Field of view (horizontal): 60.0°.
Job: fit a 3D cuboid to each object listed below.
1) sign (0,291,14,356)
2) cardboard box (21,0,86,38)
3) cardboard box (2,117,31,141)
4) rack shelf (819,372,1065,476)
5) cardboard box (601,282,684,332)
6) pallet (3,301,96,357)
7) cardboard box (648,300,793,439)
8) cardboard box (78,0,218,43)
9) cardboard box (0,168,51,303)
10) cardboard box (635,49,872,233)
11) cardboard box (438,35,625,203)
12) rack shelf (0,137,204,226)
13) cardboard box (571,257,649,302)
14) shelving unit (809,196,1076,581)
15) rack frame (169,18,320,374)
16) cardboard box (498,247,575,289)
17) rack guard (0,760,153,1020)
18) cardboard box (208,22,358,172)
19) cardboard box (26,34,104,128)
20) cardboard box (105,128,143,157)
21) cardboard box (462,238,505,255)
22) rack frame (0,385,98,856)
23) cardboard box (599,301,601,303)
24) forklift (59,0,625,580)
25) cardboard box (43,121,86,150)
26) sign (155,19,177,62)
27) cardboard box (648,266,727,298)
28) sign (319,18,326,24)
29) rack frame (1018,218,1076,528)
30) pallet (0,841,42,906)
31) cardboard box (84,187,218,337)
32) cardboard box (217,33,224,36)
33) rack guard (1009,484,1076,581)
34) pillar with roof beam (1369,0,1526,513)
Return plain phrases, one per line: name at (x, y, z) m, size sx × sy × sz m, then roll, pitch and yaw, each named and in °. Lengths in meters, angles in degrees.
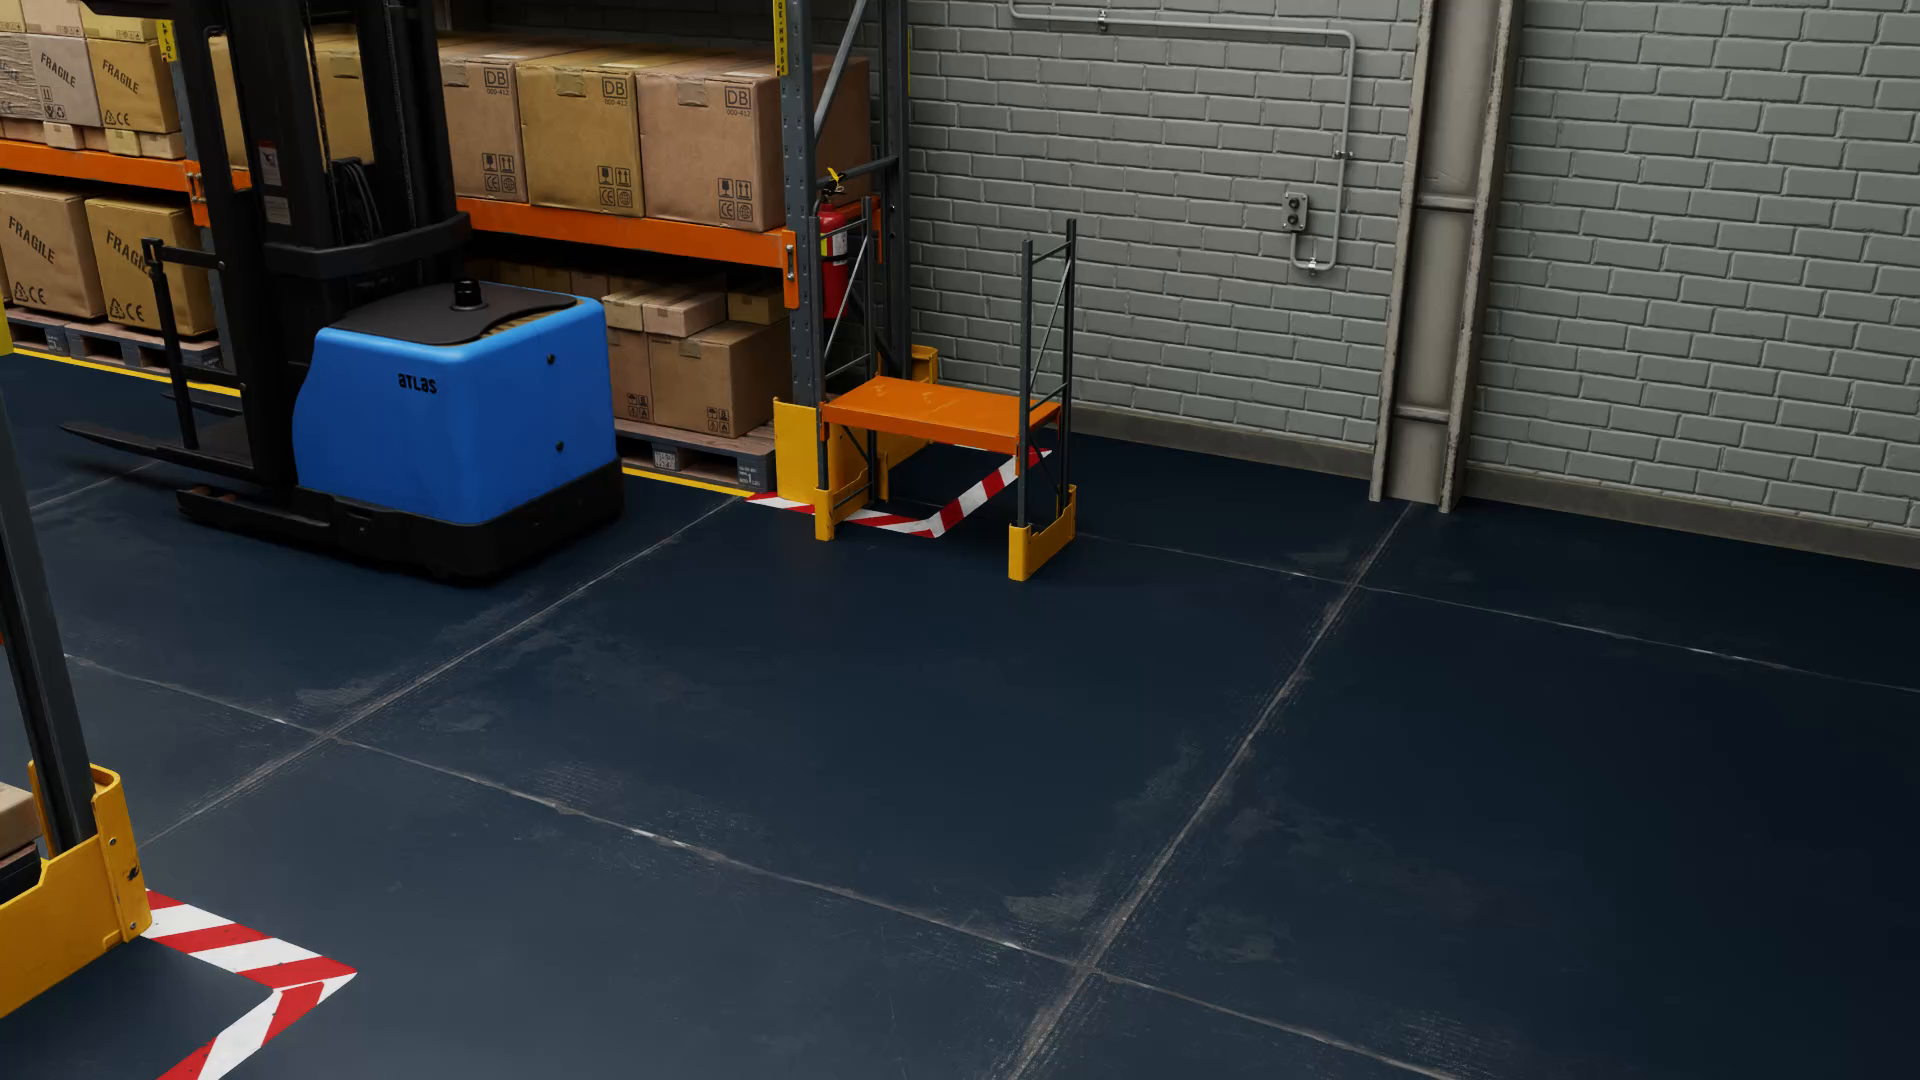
sign at (-2.522, -0.629, 4.289) m, size 0.005 × 0.325 × 0.100 m, roll 11°, pitch 25°, yaw 25°
cardboard box at (-5.089, -3.102, 9.719) m, size 0.500 × 0.250 × 0.500 m, roll 12°, pitch 26°, yaw 26°
cardboard box at (-5.648, -2.572, 10.260) m, size 0.250 × 0.149 × 0.380 m, roll 10°, pitch 25°, yaw 23°
rack shelf at (-0.076, -0.540, 7.562) m, size 1.000 × 0.185 × 0.538 m, roll 11°, pitch 25°, yaw 25°
cardboard box at (-1.630, -1.206, 8.580) m, size 0.250 × 0.149 × 0.380 m, roll 12°, pitch 26°, yaw 26°
pallet at (-5.920, -1.519, 11.053) m, size 1.213 × 0.211 × 1.003 m, roll 11°, pitch 25°, yaw 25°
cardboard box at (-1.205, -0.903, 8.698) m, size 0.500 × 0.500 × 0.700 m, roll 11°, pitch 25°, yaw 25°
cardboard box at (-4.637, -3.008, 9.499) m, size 0.500 × 0.250 × 0.500 m, roll 12°, pitch 26°, yaw 26°
cardboard box at (-6.299, -2.056, 10.961) m, size 0.750 × 0.750 × 0.750 m, roll 11°, pitch 25°, yaw 24°
cardboard box at (-0.995, -1.996, 8.227) m, size 0.700 × 0.700 × 0.980 m, roll 12°, pitch 26°, yaw 27°
cardboard box at (-2.325, -2.258, 8.845) m, size 0.700 × 0.700 × 0.980 m, roll 10°, pitch 25°, yaw 22°
rack shelf at (-5.890, -2.500, 10.715) m, size 4.000 × 0.370 × 1.077 m, roll 11°, pitch 25°, yaw 25°
cardboard box at (-1.906, -1.428, 9.103) m, size 0.250 × 0.149 × 0.380 m, roll 12°, pitch 26°, yaw 25°
shelving unit at (-0.068, -0.704, 7.488) m, size 1.083 × 1.500 × 0.587 m, roll 11°, pitch 25°, yaw 25°
rack frame at (-4.105, -2.478, 9.743) m, size 0.127 × 3.000 × 1.000 m, roll 11°, pitch 25°, yaw 25°
cardboard box at (-2.361, -1.517, 9.314) m, size 0.250 × 0.149 × 0.380 m, roll 11°, pitch 25°, yaw 24°
rack guard at (-2.835, 1.096, 4.534) m, size 0.348 × 0.500 × 1.175 m, roll 11°, pitch 25°, yaw 25°
cardboard box at (-3.628, -2.514, 9.446) m, size 0.700 × 0.700 × 0.980 m, roll 12°, pitch 26°, yaw 25°
cardboard box at (-5.090, -2.750, 9.850) m, size 0.500 × 0.500 × 0.500 m, roll 11°, pitch 26°, yaw 25°
cardboard box at (-4.770, -2.369, 9.782) m, size 0.250 × 0.149 × 0.380 m, roll 12°, pitch 26°, yaw 26°
cardboard box at (-2.817, -1.608, 9.526) m, size 0.250 × 0.149 × 0.380 m, roll 10°, pitch 25°, yaw 23°
rack frame at (-2.767, -0.041, 4.013) m, size 0.127 × 3.000 × 1.000 m, roll 11°, pitch 25°, yaw 25°
cardboard box at (-2.101, -1.080, 9.114) m, size 0.500 × 0.500 × 0.700 m, roll 10°, pitch 25°, yaw 23°
forklift at (-3.153, -1.569, 7.693) m, size 3.031 × 2.935 × 1.130 m, roll 12°, pitch 26°, yaw 26°
cardboard box at (-5.243, -2.456, 9.988) m, size 0.250 × 0.149 × 0.380 m, roll 11°, pitch 25°, yaw 25°
sign at (-4.341, -2.783, 9.083) m, size 0.005 × 0.325 × 0.100 m, roll 11°, pitch 25°, yaw 25°
cardboard box at (-1.456, -1.339, 8.893) m, size 0.250 × 0.149 × 0.380 m, roll 11°, pitch 26°, yaw 25°
sign at (-3.856, -3.107, 10.015) m, size 0.005 × 0.325 × 0.100 m, roll 11°, pitch 25°, yaw 25°
rack frame at (0.378, -0.615, 7.281) m, size 0.032 × 1.500 × 0.500 m, roll 11°, pitch 25°, yaw 25°
pallet at (-3.547, 1.089, 4.920) m, size 1.213 × 0.211 × 1.003 m, roll 11°, pitch 25°, yaw 25°
cardboard box at (-4.744, -1.751, 10.245) m, size 0.750 × 0.750 × 0.750 m, roll 12°, pitch 26°, yaw 25°
cardboard box at (-4.402, -2.839, 10.060) m, size 0.500 × 0.500 × 0.500 m, roll 10°, pitch 25°, yaw 23°
rack guard at (0.376, -0.041, 7.526) m, size 0.087 × 0.250 × 0.587 m, roll 11°, pitch 25°, yaw 25°
pillar with roof beam at (0.322, -2.854, 2.962) m, size 0.400 × 9.000 × 9.100 m, roll 11°, pitch 25°, yaw 25°
